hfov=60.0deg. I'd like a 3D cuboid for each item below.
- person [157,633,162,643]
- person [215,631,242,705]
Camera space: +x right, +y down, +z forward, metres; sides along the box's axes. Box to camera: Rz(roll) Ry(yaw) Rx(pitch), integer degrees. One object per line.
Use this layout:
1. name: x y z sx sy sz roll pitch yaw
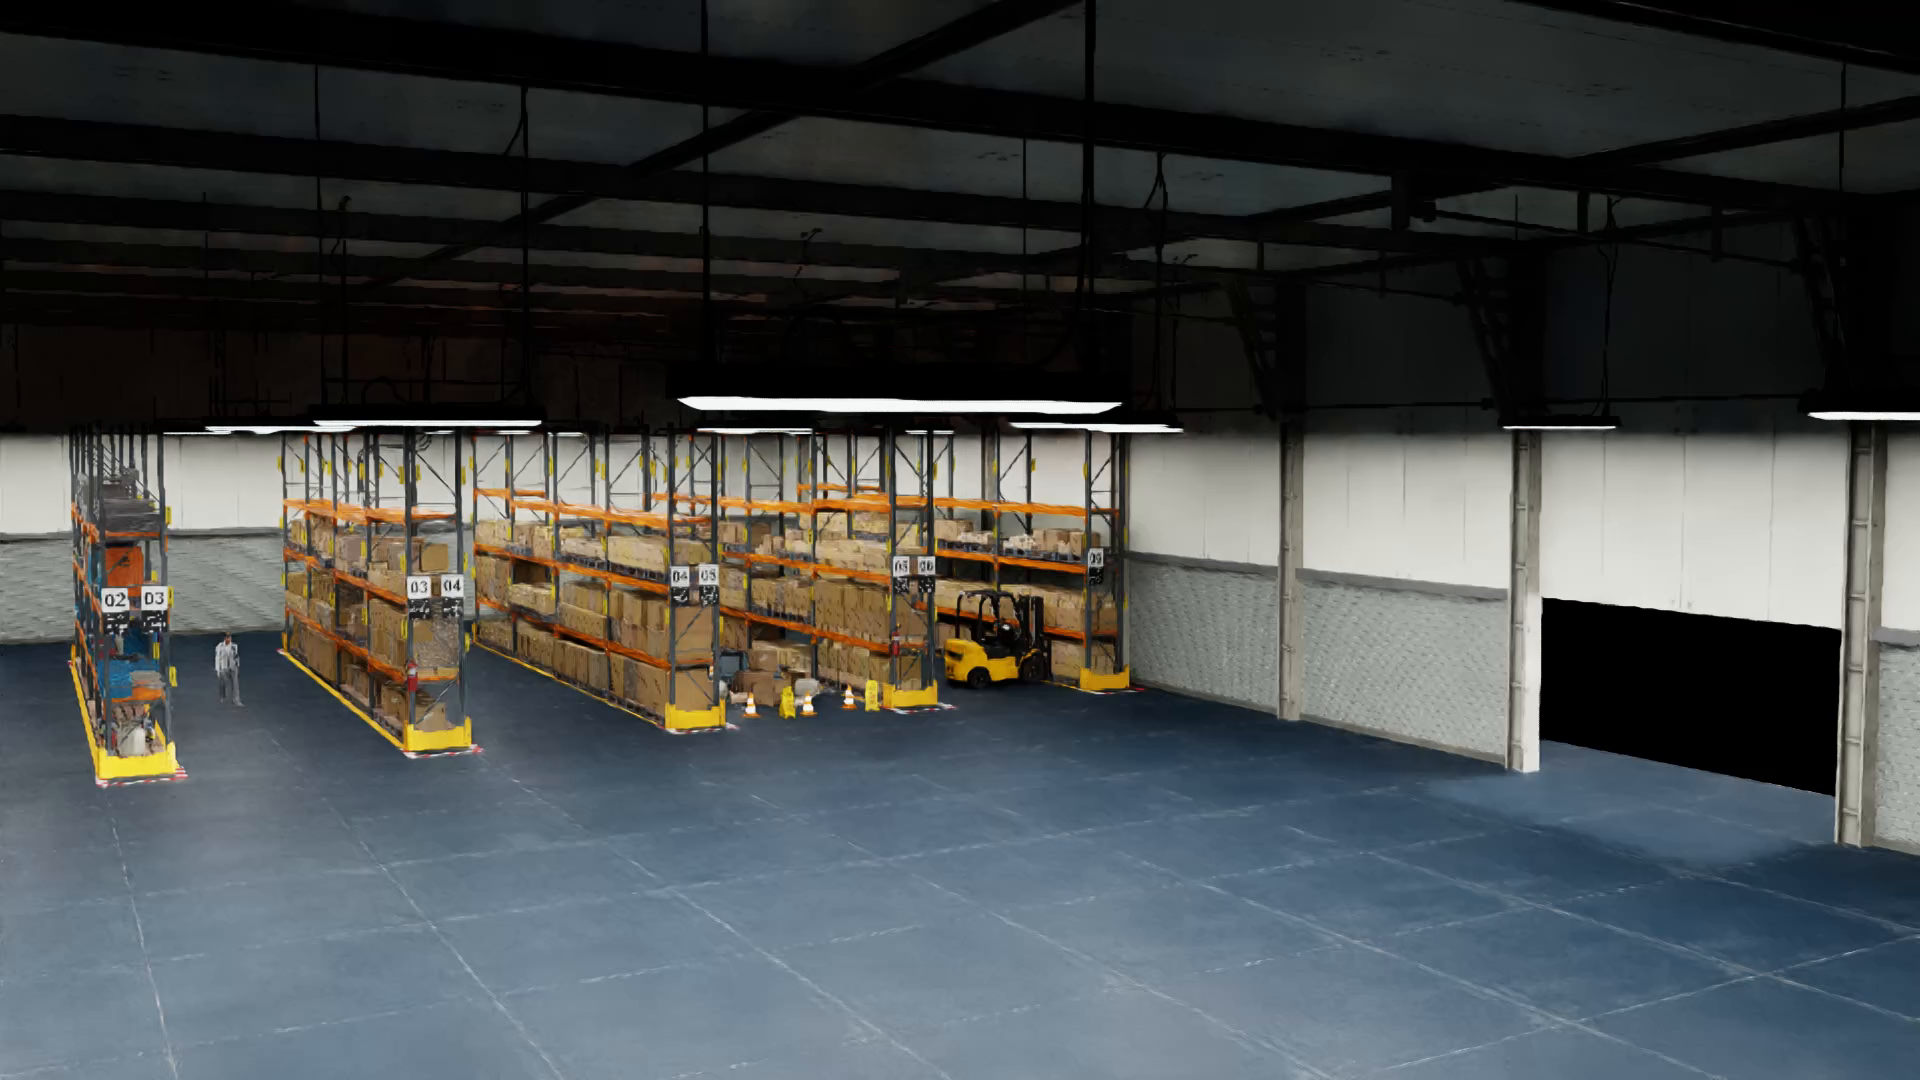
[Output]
1. person: -22.336 2.062 46.042 0.608 1.625 0.475 2 4 28
2. person: -15.621 2.712 35.461 0.499 1.587 1.073 -2 4 -31
